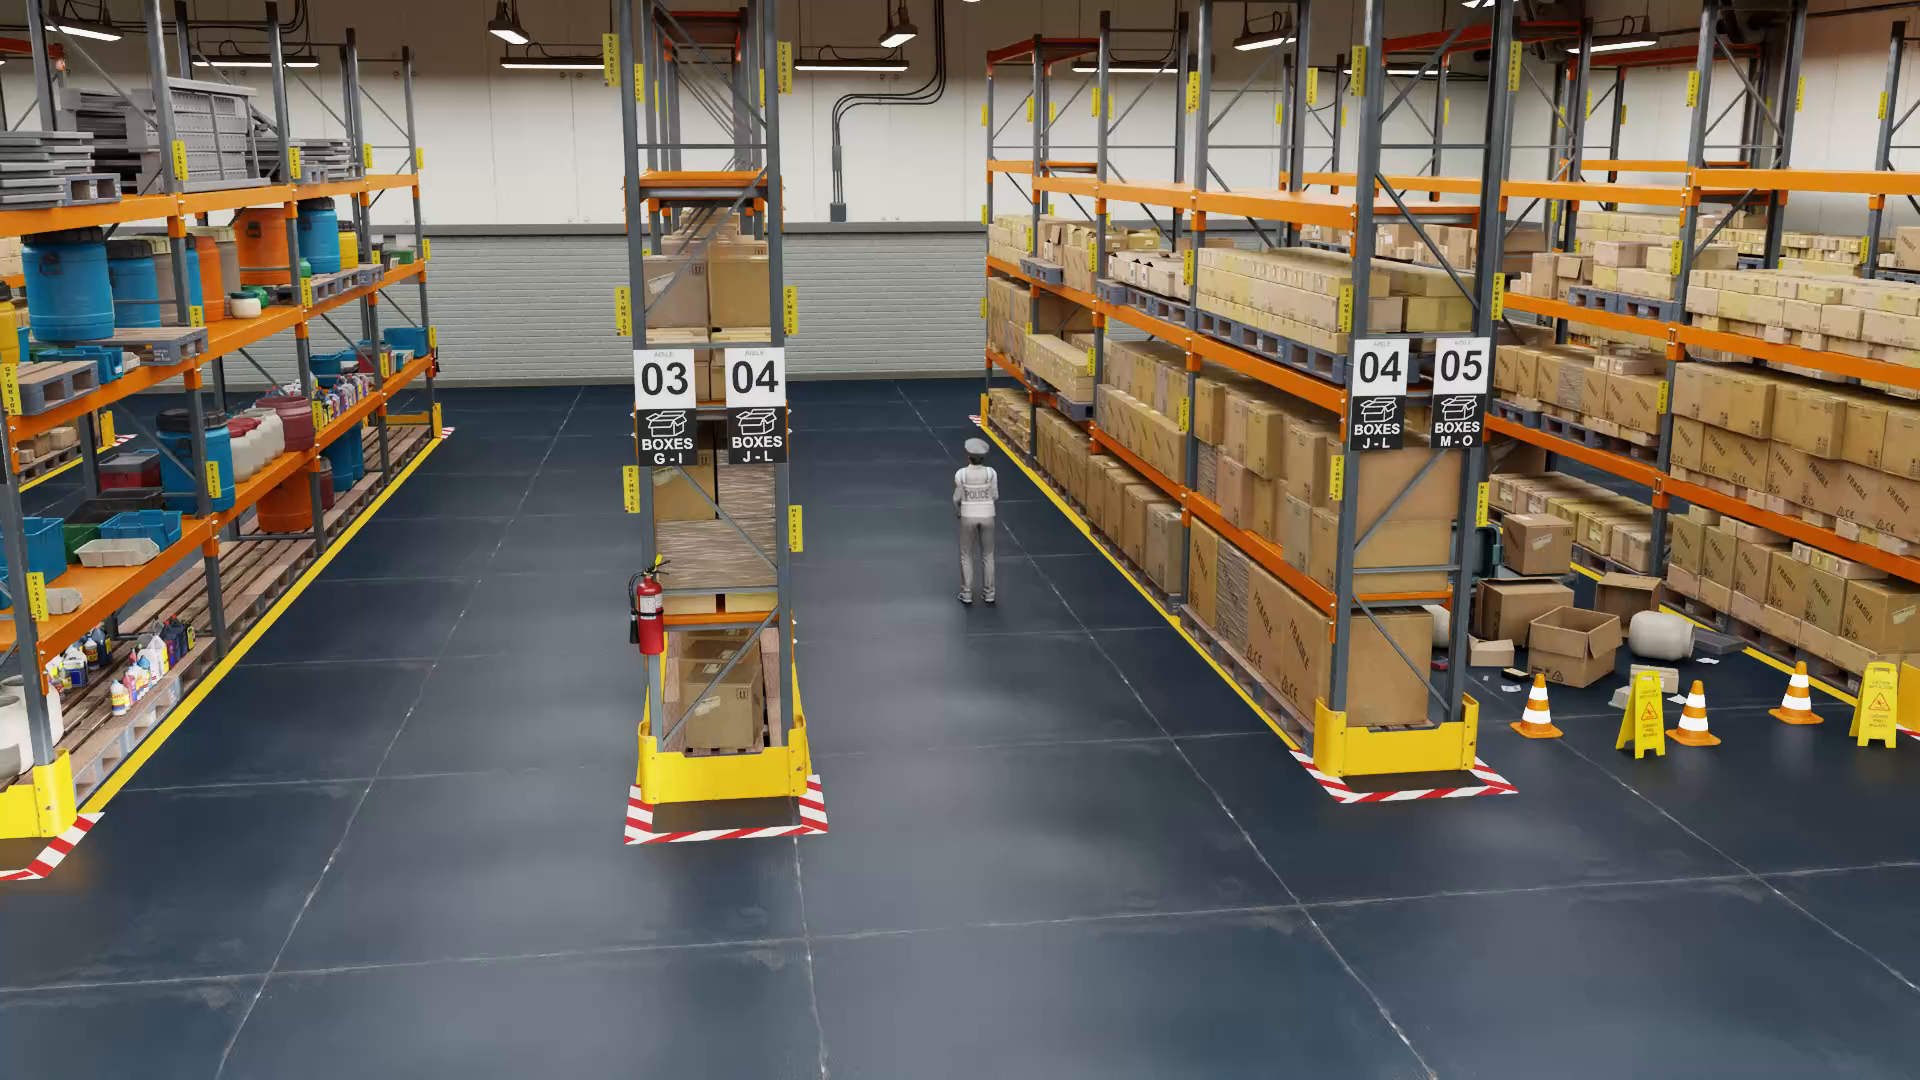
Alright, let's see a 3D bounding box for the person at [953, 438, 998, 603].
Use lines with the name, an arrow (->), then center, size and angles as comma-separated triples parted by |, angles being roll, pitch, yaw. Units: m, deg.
person -> 0.158, -0.216, 16.850 | 0.459, 1.686, 0.556 | -2, 13, -8
